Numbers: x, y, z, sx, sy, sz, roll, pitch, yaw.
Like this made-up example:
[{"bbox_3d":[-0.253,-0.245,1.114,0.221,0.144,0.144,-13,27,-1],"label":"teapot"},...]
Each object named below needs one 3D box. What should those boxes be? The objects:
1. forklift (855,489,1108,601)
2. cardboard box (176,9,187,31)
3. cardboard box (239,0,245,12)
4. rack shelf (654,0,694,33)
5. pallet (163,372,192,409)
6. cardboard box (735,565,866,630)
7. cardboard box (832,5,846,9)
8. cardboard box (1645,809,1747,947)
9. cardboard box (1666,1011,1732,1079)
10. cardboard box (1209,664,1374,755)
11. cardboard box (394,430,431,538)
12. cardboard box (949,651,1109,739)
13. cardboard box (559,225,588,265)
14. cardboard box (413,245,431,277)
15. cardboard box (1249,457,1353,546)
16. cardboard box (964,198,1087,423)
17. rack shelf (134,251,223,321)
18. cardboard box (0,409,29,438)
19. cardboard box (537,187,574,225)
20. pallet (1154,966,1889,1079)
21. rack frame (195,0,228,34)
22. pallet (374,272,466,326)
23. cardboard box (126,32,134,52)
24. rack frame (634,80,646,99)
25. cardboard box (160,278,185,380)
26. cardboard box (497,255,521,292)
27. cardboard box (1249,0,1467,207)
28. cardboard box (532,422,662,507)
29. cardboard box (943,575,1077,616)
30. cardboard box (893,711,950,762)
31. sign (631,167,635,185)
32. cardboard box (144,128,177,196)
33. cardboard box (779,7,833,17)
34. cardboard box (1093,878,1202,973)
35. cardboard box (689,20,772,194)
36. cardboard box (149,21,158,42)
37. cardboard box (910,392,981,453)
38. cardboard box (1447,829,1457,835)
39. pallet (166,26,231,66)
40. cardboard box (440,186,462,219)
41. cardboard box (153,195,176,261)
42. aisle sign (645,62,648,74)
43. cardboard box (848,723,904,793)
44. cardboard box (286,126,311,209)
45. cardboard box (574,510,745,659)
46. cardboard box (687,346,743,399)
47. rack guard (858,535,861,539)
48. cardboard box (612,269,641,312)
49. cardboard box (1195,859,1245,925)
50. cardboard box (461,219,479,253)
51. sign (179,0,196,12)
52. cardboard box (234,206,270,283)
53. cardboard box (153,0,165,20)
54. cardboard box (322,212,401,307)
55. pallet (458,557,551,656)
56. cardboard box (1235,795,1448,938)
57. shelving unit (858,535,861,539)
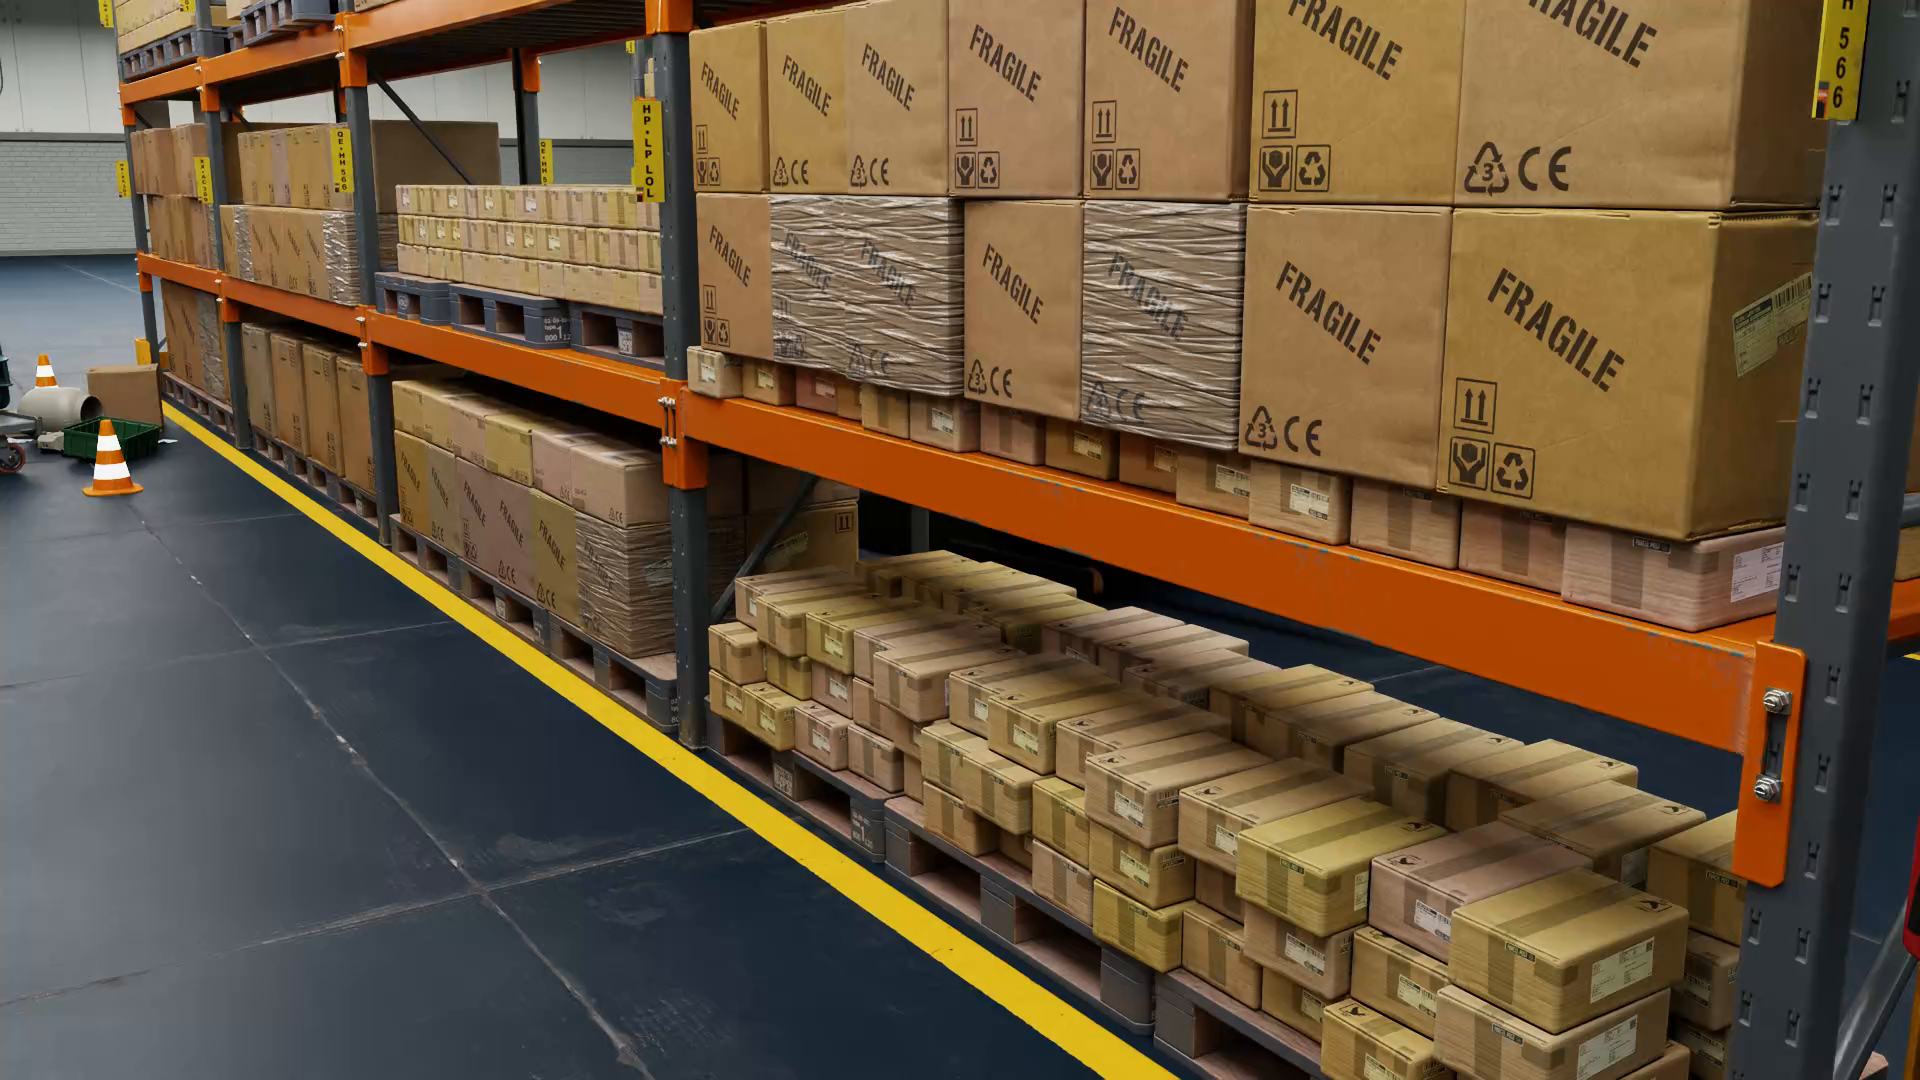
[{"bbox_3d":[0.768,-1.263,8.277,1.130,2.935,3.031,-12,17,-44],"label":"forklift"},{"bbox_3d":[-5.605,-3.870,12.386,0.380,0.149,0.250,-8,15,-32],"label":"cardboard box"},{"bbox_3d":[-4.630,-3.584,11.080,0.250,0.149,0.380,-8,15,-33],"label":"cardboard box"},{"bbox_3d":[0.543,-1.537,4.031,1.077,0.370,4.000,-8,15,-33],"label":"rack shelf"},{"bbox_3d":[-6.706,-1.418,15.350,1.003,0.211,1.213,-8,15,-33],"label":"pallet"},{"bbox_3d":[-0.547,0.204,5.705,0.380,0.149,0.250,-7,14,-30],"label":"cardboard box"},{"bbox_3d":[-0.635,-4.396,14.197,0.797,0.503,0.637,-9,15,-36],"label":"cardboard box"},{"bbox_3d":[1.643,0.696,3.454,0.380,0.149,0.250,-9,15,-35],"label":"cardboard box"},{"bbox_3d":[1.627,0.989,3.507,0.380,0.149,0.250,-8,15,-32],"label":"cardboard box"},{"bbox_3d":[0.898,0.465,4.514,0.380,0.149,0.250,-8,15,-32],"label":"cardboard box"},{"bbox_3d":[-2.602,-0.318,8.663,0.500,0.500,0.500,-9,15,-35],"label":"cardboard box"},{"bbox_3d":[0.194,0.437,4.642,0.380,0.149,0.250,-9,15,-35],"label":"cardboard box"},{"bbox_3d":[-1.387,-1.193,6.705,0.380,0.149,0.250,-9,15,-35],"label":"cardboard box"},{"bbox_3d":[-2.553,-1.421,8.445,0.380,0.149,0.250,-7,14,-30],"label":"cardboard box"},{"bbox_3d":[0.816,-0.103,3.400,0.380,0.149,0.250,-8,14,-31],"label":"cardboard box"},{"bbox_3d":[0.350,-0.582,4.072,0.500,0.500,0.500,-7,14,-30],"label":"cardboard box"},{"bbox_3d":[-6.106,-2.206,14.111,1.077,0.370,4.000,-8,15,-33],"label":"rack shelf"},{"bbox_3d":[-7.483,-0.953,13.100,0.396,0.266,0.258,-5,13,-23],"label":"cardboard box"},{"bbox_3d":[-1.520,-1.385,6.885,0.380,0.149,0.250,-9,15,-35],"label":"cardboard box"},{"bbox_3d":[1.188,1.133,3.688,1.003,0.211,1.213,-8,15,-33],"label":"pallet"},{"bbox_3d":[-4.998,-5.132,11.766,1.000,3.000,0.127,-8,15,-33],"label":"rack frame"},{"bbox_3d":[-2.298,-1.282,8.653,1.213,0.211,1.003,-8,15,-33],"label":"pallet"},{"bbox_3d":[-7.011,-4.321,14.448,0.380,0.149,0.250,-8,15,-33],"label":"cardboard box"},{"bbox_3d":[-3.029,-3.482,18.263,1.000,3.000,0.127,-8,15,-33],"label":"rack frame"},{"bbox_3d":[-6.783,-1.967,15.327,0.875,0.875,0.875,-8,15,-32],"label":"cardboard box"},{"bbox_3d":[-1.822,-1.187,7.373,0.380,0.149,0.250,-9,15,-35],"label":"cardboard box"},{"bbox_3d":[0.910,-0.892,3.148,0.500,0.500,0.500,-9,15,-35],"label":"cardboard box"},{"bbox_3d":[-1.462,-0.325,6.937,0.500,0.250,0.500,-7,14,-30],"label":"cardboard box"},{"bbox_3d":[0.167,0.235,5.564,0.380,0.149,0.250,-8,15,-33],"label":"cardboard box"},{"bbox_3d":[0.029,0.539,4.868,0.380,0.149,0.250,-7,14,-30],"label":"cardboard box"},{"bbox_3d":[-3.480,-3.841,17.876,0.100,0.325,0.005,-8,15,-33],"label":"sign"},{"bbox_3d":[-6.462,-3.240,14.280,0.875,0.550,0.550,-8,15,-33],"label":"cardboard box"},{"bbox_3d":[-1.274,-4.724,14.821,0.500,0.500,0.500,-9,15,-34],"label":"cardboard box"},{"bbox_3d":[0.543,0.880,4.006,0.380,0.149,0.250,-9,15,-35],"label":"cardboard box"},{"bbox_3d":[-0.518,-1.352,5.253,0.500,0.500,0.500,-8,14,-31],"label":"cardboard box"},{"bbox_3d":[-6.312,-4.096,13.422,0.380,0.149,0.250,-8,15,-33],"label":"cardboard box"},{"bbox_3d":[0.089,-0.338,4.476,0.380,0.149,0.250,-7,14,-30],"label":"cardboard box"},{"bbox_3d":[1.260,0.763,3.845,0.380,0.149,0.250,-8,15,-32],"label":"cardboard box"},{"bbox_3d":[-5.442,-3.770,12.767,1.003,0.211,1.213,-8,15,-33],"label":"pallet"},{"bbox_3d":[-2.257,-1.619,7.957,0.380,0.149,0.250,-9,15,-35],"label":"cardboard box"},{"bbox_3d":[-6.442,-2.716,14.408,0.875,0.550,0.550,-8,15,-33],"label":"cardboard box"},{"bbox_3d":[-3.313,-4.727,17.873,0.394,0.787,0.004,-8,15,-33],"label":"aisle sign"},{"bbox_3d":[-0.120,0.636,5.121,0.380,0.149,0.250,-8,15,-34],"label":"cardboard box"},{"bbox_3d":[-3.873,-2.380,10.649,0.700,0.500,0.500,-8,15,-33],"label":"cardboard box"},{"bbox_3d":[-1.185,0.136,6.589,0.500,0.500,0.500,-8,15,-34],"label":"cardboard box"},{"bbox_3d":[-0.681,-0.567,5.520,0.380,0.149,0.250,-7,14,-31],"label":"cardboard box"},{"bbox_3d":[-0.388,-0.177,9.588,0.587,0.250,0.087,-12,17,-44],"label":"rack guard"},{"bbox_3d":[-1.095,-0.954,6.310,0.380,0.149,0.250,-8,15,-32],"label":"cardboard box"},{"bbox_3d":[0.768,0.763,3.847,0.380,0.149,0.250,-8,15,-33],"label":"cardboard box"},{"bbox_3d":[-2.101,-1.424,7.760,0.380,0.149,0.250,-8,15,-33],"label":"cardboard box"},{"bbox_3d":[-5.459,-3.892,11.721,0.100,0.325,0.005,-8,15,-33],"label":"sign"},{"bbox_3d":[-4.650,-2.035,11.413,0.500,0.500,0.500,-8,15,-32],"label":"cardboard box"},{"bbox_3d":[-6.039,-4.229,13.096,0.500,0.250,0.500,-8,15,-33],"label":"cardboard box"},{"bbox_3d":[-3.255,-1.587,9.364,0.500,0.500,0.500,-8,15,-33],"label":"cardboard box"},{"bbox_3d":[-1.678,0.228,7.824,1.003,0.211,1.213,-8,15,-33],"label":"pallet"},{"bbox_3d":[0.806,0.683,3.515,0.380,0.149,0.250,-8,15,-34],"label":"cardboard box"},{"bbox_3d":[-0.740,-0.863,9.799,0.587,1.500,1.083,-12,17,-44],"label":"shelving unit"}]
